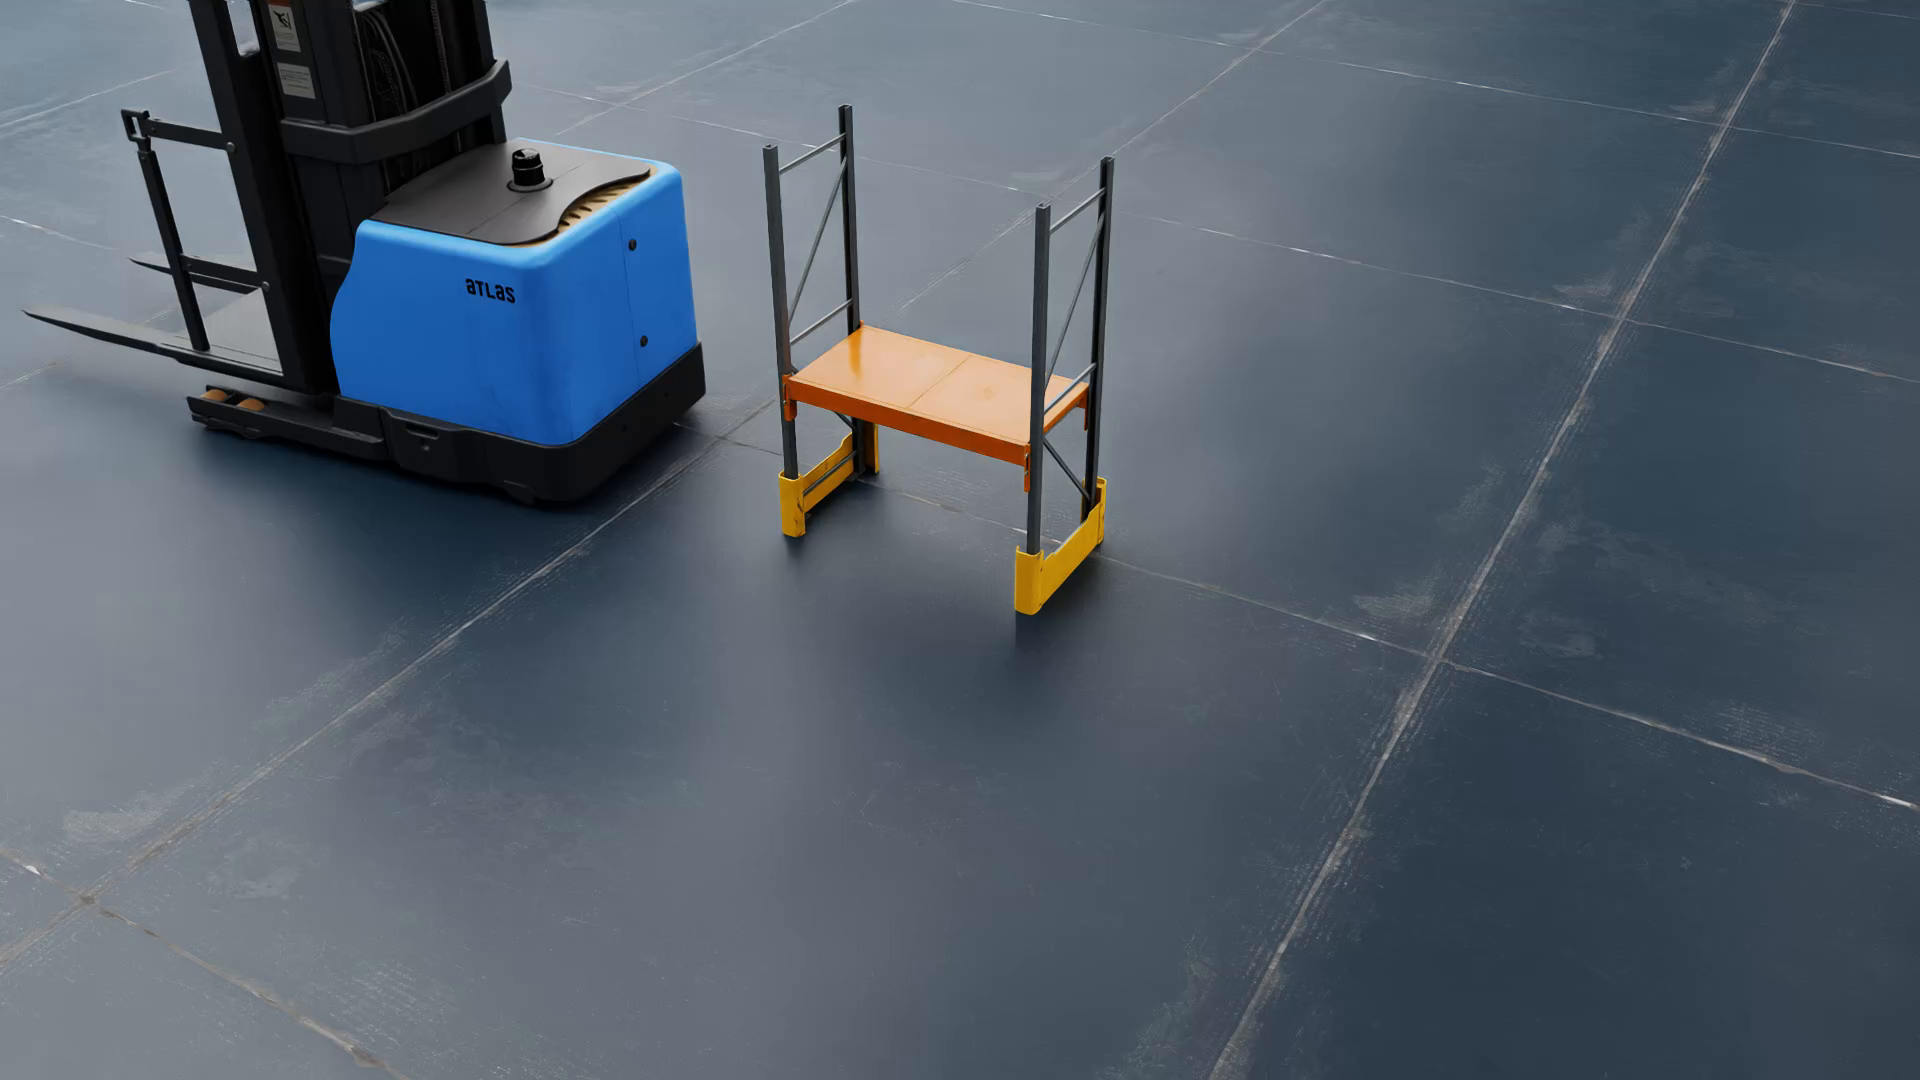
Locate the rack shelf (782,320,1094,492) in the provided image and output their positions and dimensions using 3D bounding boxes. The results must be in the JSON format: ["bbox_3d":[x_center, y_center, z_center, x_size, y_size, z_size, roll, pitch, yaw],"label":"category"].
[{"bbox_3d":[-0.074,-0.498,5.969,1.000,0.185,0.538,18,37,24],"label":"rack shelf"}]

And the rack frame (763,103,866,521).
[{"bbox_3d":[-0.515,-0.788,6.079,0.032,1.500,0.500,18,37,24],"label":"rack frame"}]

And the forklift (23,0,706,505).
[{"bbox_3d":[-2.644,-1.888,6.441,3.031,2.935,1.130,14,36,19],"label":"forklift"}]

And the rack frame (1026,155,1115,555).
[{"bbox_3d":[0.367,-0.508,5.660,0.032,1.500,0.500,18,37,24],"label":"rack frame"}]

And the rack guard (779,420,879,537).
[{"bbox_3d":[-0.499,-0.262,6.418,0.087,0.250,0.587,18,37,24],"label":"rack guard"}]

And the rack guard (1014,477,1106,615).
[{"bbox_3d":[0.366,0.012,6.007,0.087,0.250,0.587,18,37,24],"label":"rack guard"}]

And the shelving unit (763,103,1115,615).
[{"bbox_3d":[-0.066,-0.645,5.866,1.083,1.500,0.587,18,37,24],"label":"shelving unit"}]
